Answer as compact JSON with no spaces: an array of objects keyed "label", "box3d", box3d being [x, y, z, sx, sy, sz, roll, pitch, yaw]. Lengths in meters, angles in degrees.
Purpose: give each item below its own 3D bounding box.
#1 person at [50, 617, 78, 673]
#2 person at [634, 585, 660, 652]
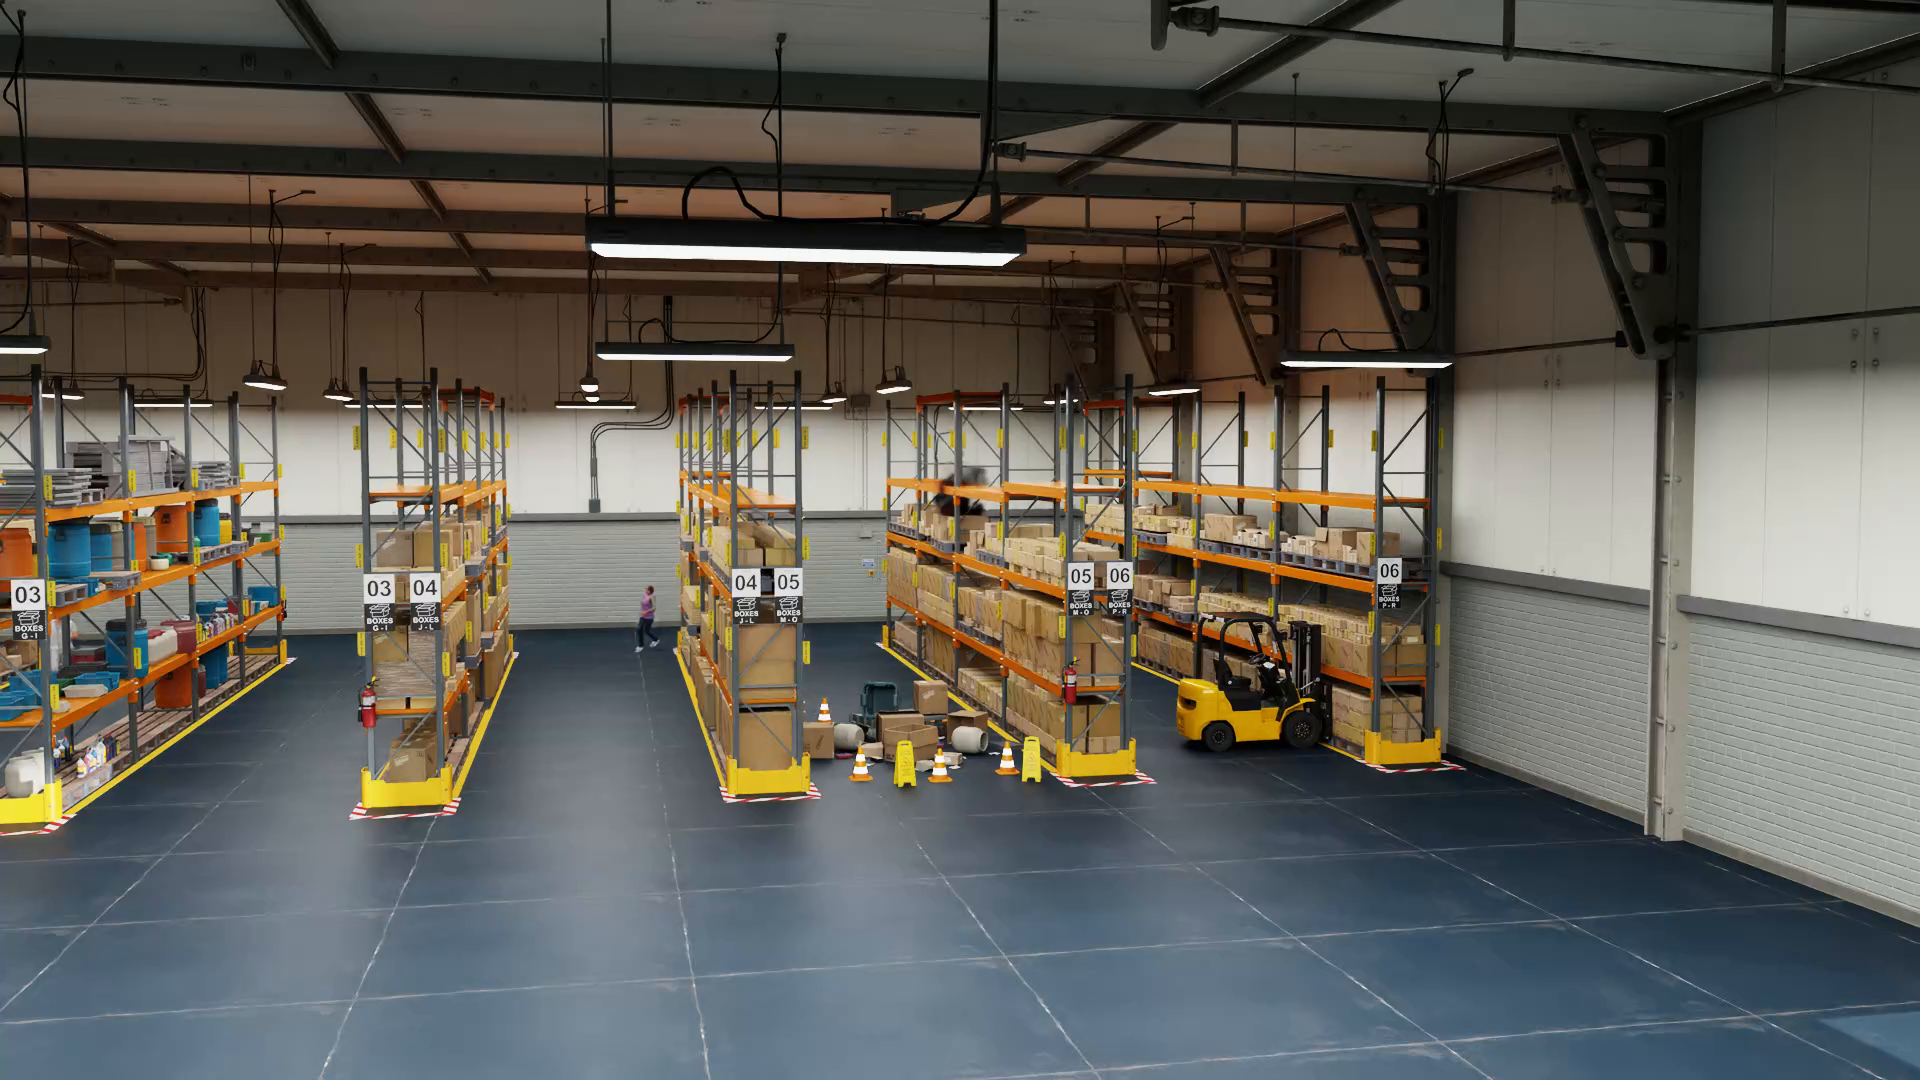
[{"label":"person","box3d":[-17.469,2.174,32.277,0.652,1.838,0.836,-1,4,-23]},{"label":"person","box3d":[-7.398,1.865,39.643,0.559,1.591,0.741,3,4,39]}]
